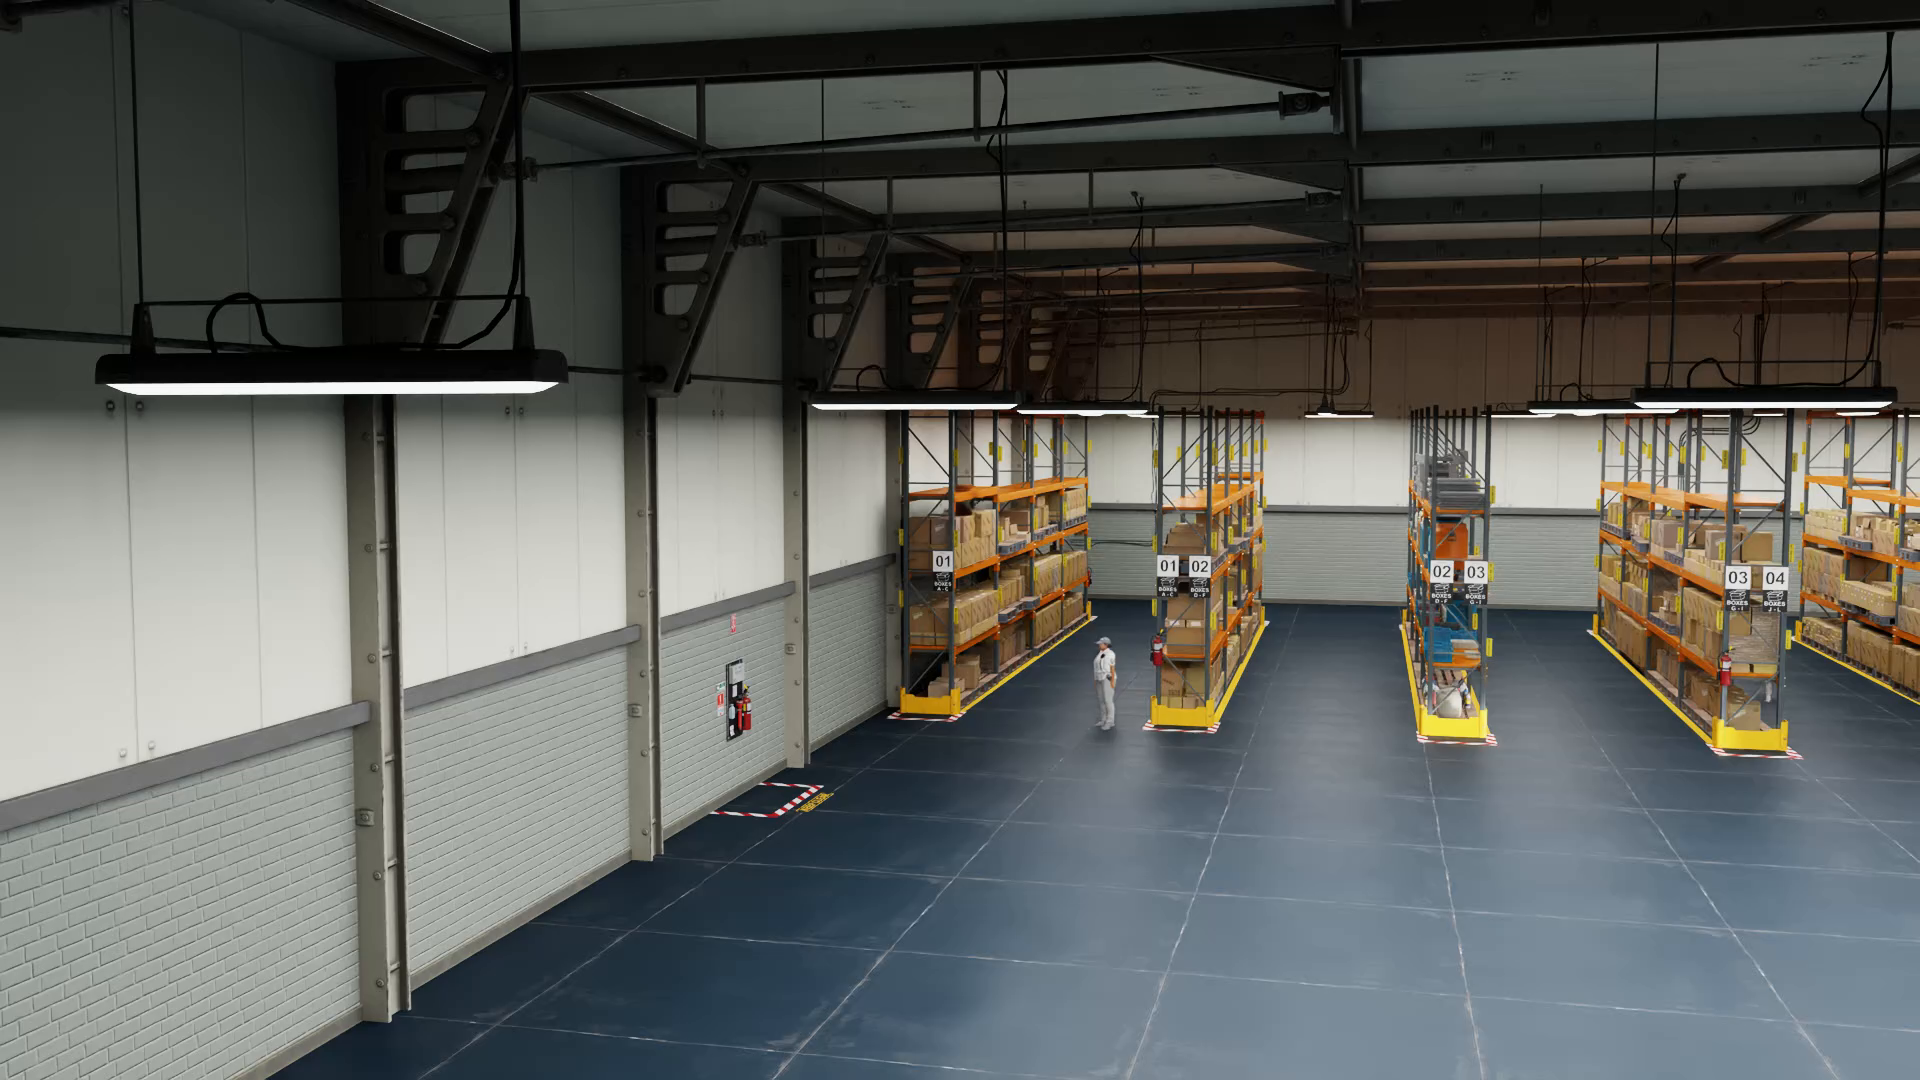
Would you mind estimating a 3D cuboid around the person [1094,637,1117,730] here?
[{"bbox_3d":[2.711,2.663,31.114,0.436,1.682,0.601,-2,5,-25],"label":"person"}]

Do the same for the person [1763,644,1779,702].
[{"bbox_3d":[16.739,2.462,34.249,0.405,1.651,0.970,1,4,15],"label":"person"}]
